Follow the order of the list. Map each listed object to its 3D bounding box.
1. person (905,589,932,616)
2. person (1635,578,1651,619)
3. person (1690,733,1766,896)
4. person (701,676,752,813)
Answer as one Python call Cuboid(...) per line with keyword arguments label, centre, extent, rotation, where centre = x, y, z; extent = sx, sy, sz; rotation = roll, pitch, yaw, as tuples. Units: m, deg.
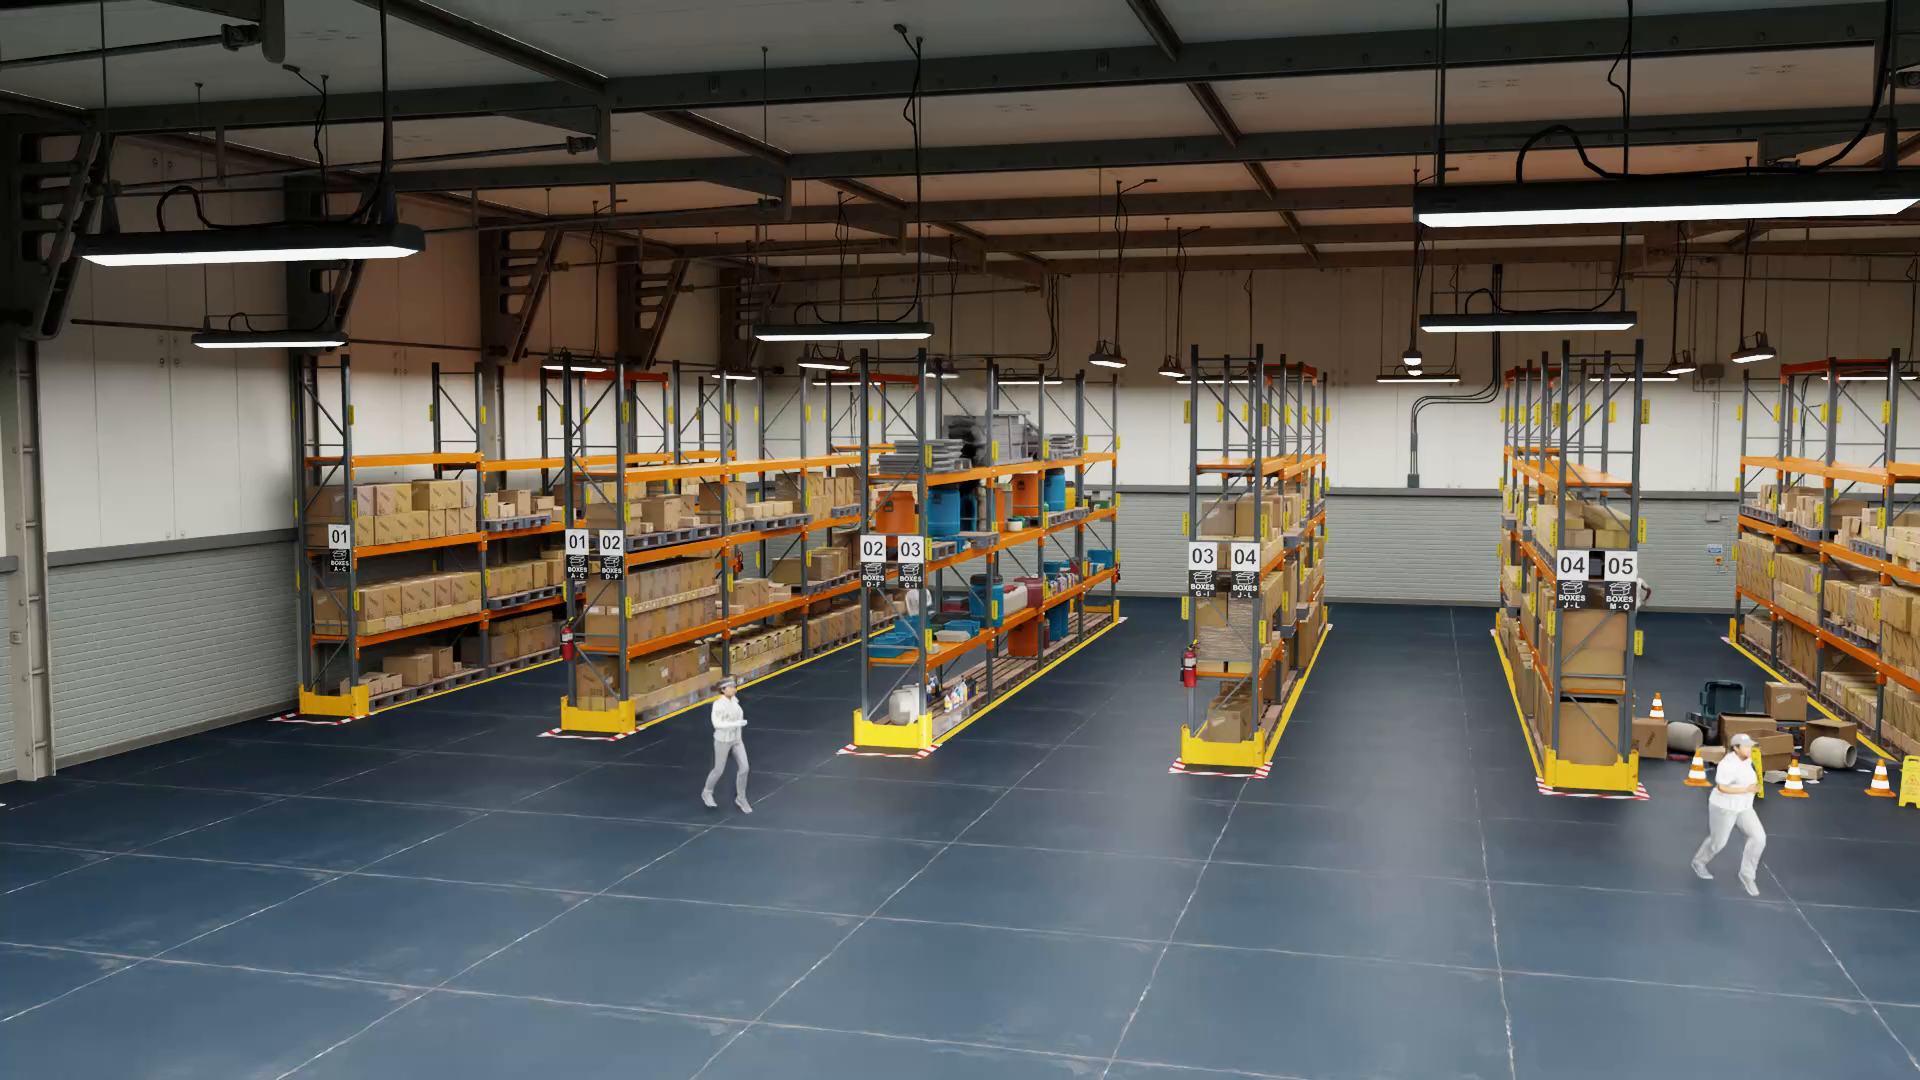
Cuboid(label="person", centre=(-0.867, 1.571, 34.661), extent=(0.599, 1.687, 0.722), rotation=(0, 4, 6))
Cuboid(label="person", centre=(14.271, 1.450, 35.392), extent=(0.666, 1.840, 0.810), rotation=(0, 4, -6))
Cuboid(label="person", centre=(8.135, 2.868, 17.604), extent=(0.626, 1.706, 0.830), rotation=(-2, 5, -29))
Cuboid(label="person", centre=(-2.954, 2.580, 21.022), extent=(0.767, 1.758, 0.627), rotation=(3, 5, 36))
